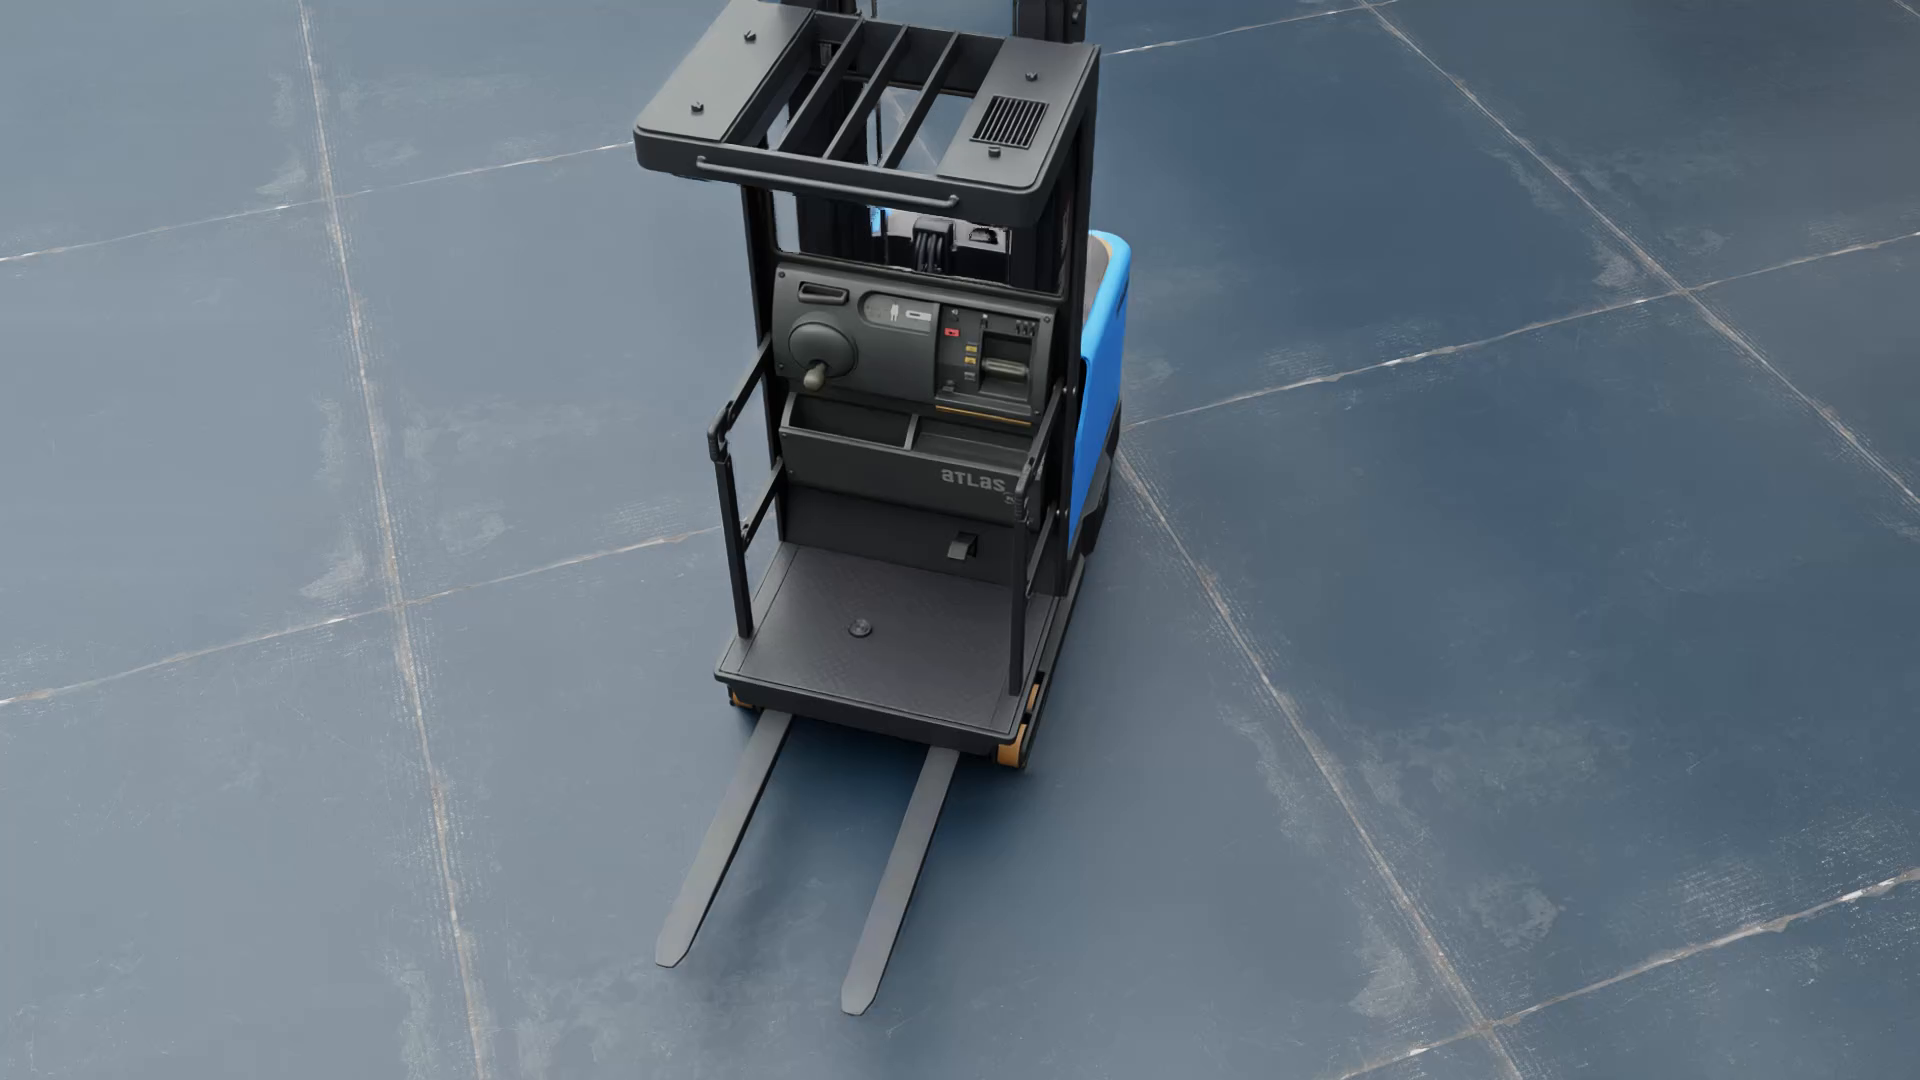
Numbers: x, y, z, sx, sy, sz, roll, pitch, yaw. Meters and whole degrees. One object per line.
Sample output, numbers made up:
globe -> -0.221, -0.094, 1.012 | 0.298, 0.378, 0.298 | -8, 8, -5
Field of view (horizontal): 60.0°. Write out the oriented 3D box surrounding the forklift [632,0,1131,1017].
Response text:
forklift -> -0.214, -0.539, 5.218 | 1.130, 2.935, 3.031 | 11, 46, 11
